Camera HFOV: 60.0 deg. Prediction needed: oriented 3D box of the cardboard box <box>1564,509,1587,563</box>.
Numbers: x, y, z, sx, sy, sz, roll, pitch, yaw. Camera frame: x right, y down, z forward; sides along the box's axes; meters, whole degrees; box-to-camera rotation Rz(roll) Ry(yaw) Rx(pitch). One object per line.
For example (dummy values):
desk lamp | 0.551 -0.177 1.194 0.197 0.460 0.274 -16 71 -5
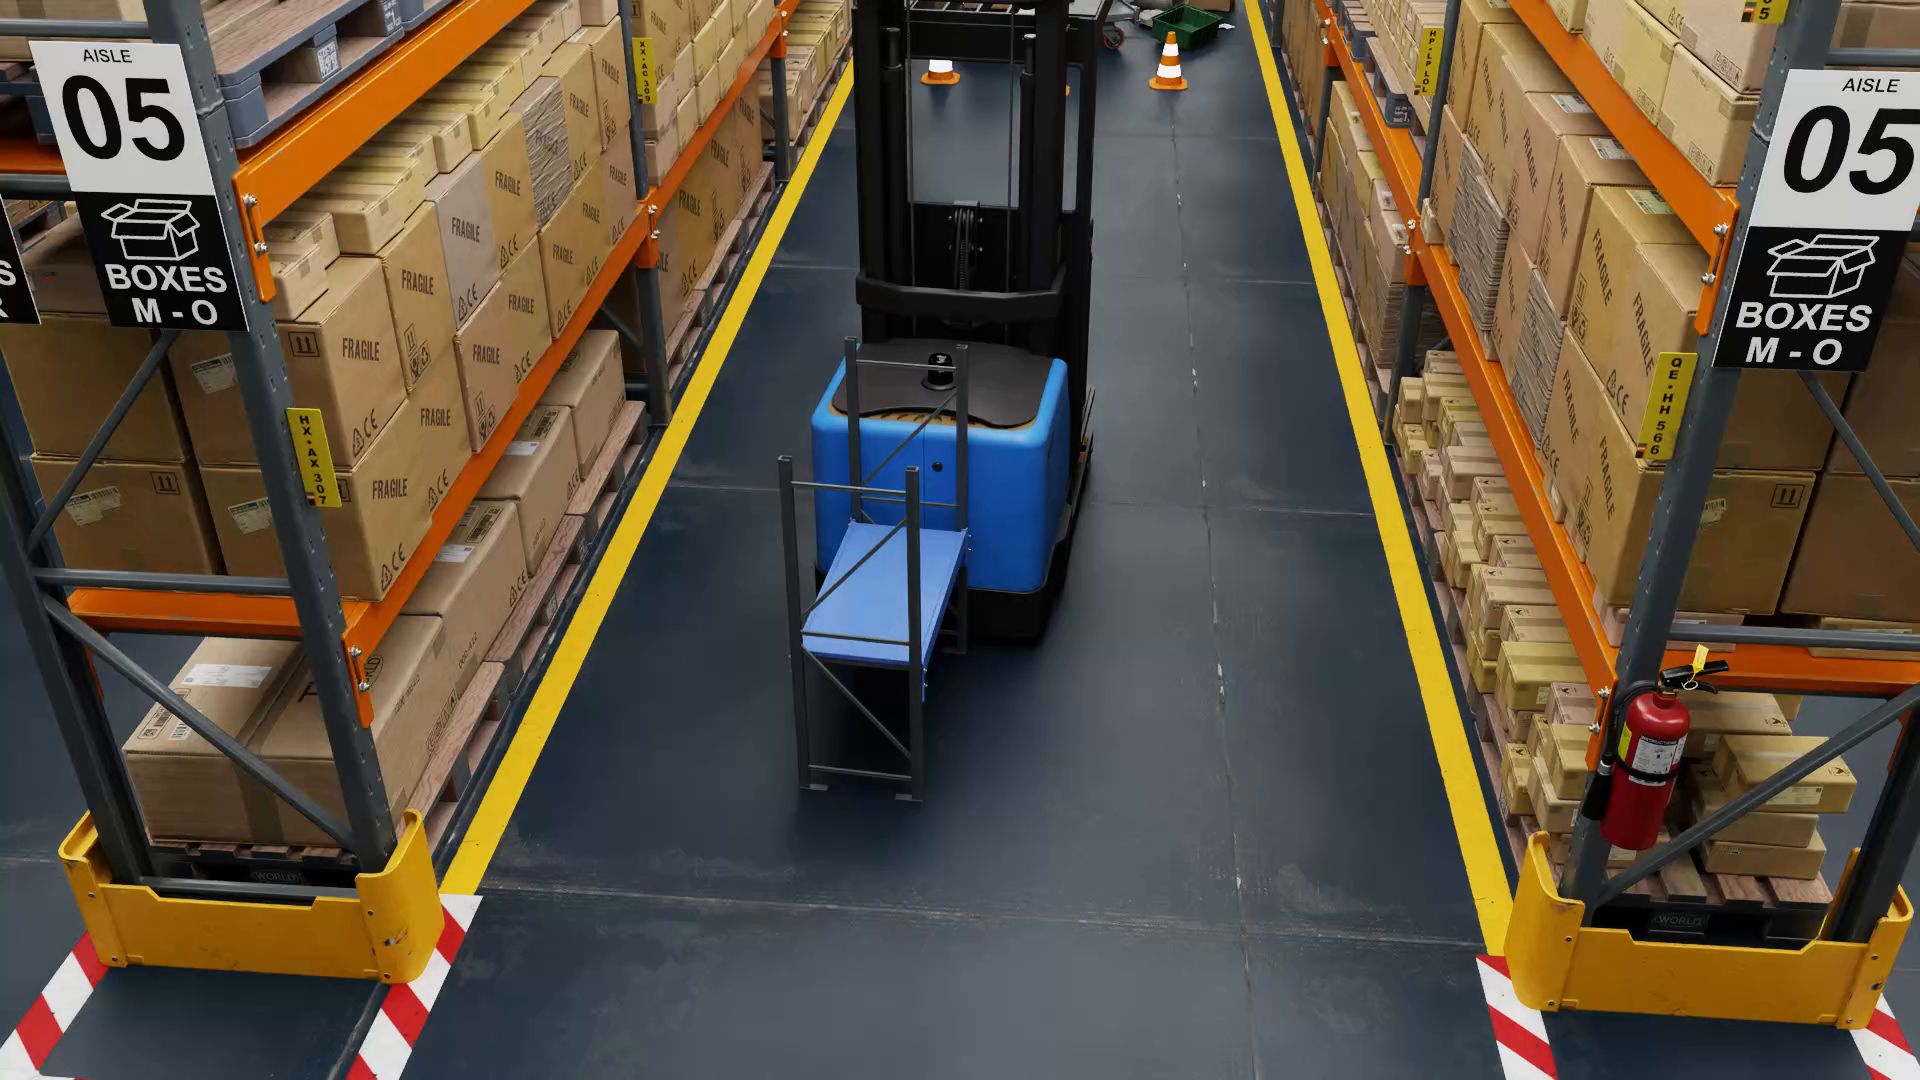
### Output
cardboard box | 2.303 -0.041 5.697 0.380 0.149 0.250 2 32 4

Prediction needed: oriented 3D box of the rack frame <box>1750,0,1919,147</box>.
rack frame | 2.495 -2.259 3.338 1.000 3.000 0.127 2 32 4

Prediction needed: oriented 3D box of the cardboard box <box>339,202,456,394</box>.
cardboard box | -2.089 -0.841 5.707 0.500 0.500 0.500 2 32 3

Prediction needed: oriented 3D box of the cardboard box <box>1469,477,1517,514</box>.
cardboard box | 2.493 -0.155 7.392 0.380 0.149 0.250 1 32 2

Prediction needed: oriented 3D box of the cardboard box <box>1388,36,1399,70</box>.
cardboard box | 2.780 -2.905 9.944 0.380 0.149 0.250 1 32 2

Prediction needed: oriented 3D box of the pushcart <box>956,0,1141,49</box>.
pushcart | 0.807 -4.951 15.924 1.648 0.377 0.936 -8 33 -13

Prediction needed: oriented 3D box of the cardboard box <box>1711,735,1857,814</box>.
cardboard box | 2.876 0.817 5.815 0.380 0.149 0.250 1 32 2

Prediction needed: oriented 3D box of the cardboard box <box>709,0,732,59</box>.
cardboard box | -1.683 -3.123 10.125 0.500 0.250 0.500 2 32 2

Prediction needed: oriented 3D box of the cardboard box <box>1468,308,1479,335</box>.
cardboard box | 2.442 -1.005 7.261 0.380 0.149 0.250 3 32 5

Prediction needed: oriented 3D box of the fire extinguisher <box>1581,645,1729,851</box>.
fire extinguisher | 2.015 0.599 4.849 0.296 0.674 0.183 2 32 4

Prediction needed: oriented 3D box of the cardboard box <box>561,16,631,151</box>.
cardboard box | -1.884 -2.165 7.855 0.500 0.500 0.500 2 32 4

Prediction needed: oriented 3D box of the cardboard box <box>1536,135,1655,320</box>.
cardboard box | 2.359 -1.087 5.823 0.500 0.500 0.500 4 32 6

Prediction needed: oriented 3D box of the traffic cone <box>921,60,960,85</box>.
traffic cone | -0.175 -4.350 14.868 0.336 0.463 0.334 2 32 4

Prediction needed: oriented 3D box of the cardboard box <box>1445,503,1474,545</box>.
cardboard box | 2.403 -0.034 7.480 0.380 0.149 0.250 2 32 4

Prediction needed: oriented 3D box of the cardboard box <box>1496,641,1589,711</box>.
cardboard box | 2.258 0.519 6.298 0.380 0.149 0.250 2 32 3

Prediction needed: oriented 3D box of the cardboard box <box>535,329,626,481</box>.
cardboard box | -2.279 -0.719 8.600 0.875 0.438 0.875 2 32 3

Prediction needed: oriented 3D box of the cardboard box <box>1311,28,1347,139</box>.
cardboard box | 3.286 -3.424 12.691 1.050 0.750 0.750 2 32 3

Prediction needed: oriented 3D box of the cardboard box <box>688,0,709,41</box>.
cardboard box | -1.741 -3.171 9.487 0.500 0.500 0.500 2 32 3

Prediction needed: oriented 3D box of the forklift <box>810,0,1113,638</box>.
forklift | 0.108 -1.570 8.003 1.130 2.935 3.031 5 32 8

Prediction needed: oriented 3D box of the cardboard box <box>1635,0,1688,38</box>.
cardboard box | 2.319 -1.650 4.876 0.500 0.250 0.500 2 32 3

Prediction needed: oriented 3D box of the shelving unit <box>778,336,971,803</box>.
shelving unit | -0.304 0.107 6.647 0.538 1.500 1.048 5 32 8

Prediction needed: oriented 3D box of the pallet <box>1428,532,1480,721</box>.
pallet | 2.705 0.383 7.427 1.003 0.211 1.213 2 32 4

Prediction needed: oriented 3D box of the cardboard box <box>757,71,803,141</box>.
cardboard box | -1.739 -3.402 13.015 0.950 0.372 0.625 0 32 1

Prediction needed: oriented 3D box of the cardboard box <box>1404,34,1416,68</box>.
cardboard box | 2.740 -2.758 9.422 0.380 0.149 0.250 1 32 1

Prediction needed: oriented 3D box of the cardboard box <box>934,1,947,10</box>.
cardboard box | -0.026 -5.577 16.821 0.500 0.500 0.500 27 41 37

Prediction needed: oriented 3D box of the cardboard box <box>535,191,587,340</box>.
cardboard box | -1.967 -1.212 7.261 0.500 0.500 0.500 2 32 3

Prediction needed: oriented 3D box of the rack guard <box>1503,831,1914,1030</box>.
rack guard | 2.501 1.319 5.632 1.175 0.500 0.348 2 32 4

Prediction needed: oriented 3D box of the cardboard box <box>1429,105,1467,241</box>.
cardboard box | 2.529 -1.718 7.799 0.500 0.500 0.500 2 32 3

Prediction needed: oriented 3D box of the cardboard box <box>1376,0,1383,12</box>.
cardboard box | 2.848 -3.429 10.511 0.380 0.149 0.250 3 32 4

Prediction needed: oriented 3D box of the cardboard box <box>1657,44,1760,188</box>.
cardboard box | 2.269 -1.167 4.569 0.500 0.250 0.500 2 32 3

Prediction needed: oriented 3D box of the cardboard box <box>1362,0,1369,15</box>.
cardboard box | 2.887 -3.594 11.063 0.380 0.149 0.250 4 32 6

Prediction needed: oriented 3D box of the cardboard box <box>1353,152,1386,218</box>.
cardboard box | 2.714 -2.176 10.189 0.500 0.250 0.500 1 32 2

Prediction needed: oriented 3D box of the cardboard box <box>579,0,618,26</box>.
cardboard box | -1.829 -2.525 7.821 0.380 0.149 0.250 2 32 3

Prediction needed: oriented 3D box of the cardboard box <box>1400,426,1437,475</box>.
cardboard box | 2.449 -0.446 8.431 0.380 0.149 0.250 3 32 5

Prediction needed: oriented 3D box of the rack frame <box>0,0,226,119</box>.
rack frame | -2.447 -2.418 3.596 1.000 3.000 0.127 2 32 4

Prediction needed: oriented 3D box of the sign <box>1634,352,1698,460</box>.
sign | 1.944 -0.367 4.581 0.100 0.325 0.005 2 32 4

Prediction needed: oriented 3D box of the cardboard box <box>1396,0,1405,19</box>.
cardboard box | 2.786 -3.162 9.794 0.380 0.149 0.250 2 32 3

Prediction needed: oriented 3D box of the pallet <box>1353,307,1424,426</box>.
pallet | 2.883 -1.017 9.698 1.003 0.211 1.213 2 32 4

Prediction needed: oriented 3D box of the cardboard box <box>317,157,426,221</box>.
cardboard box | -2.053 -1.191 5.657 0.380 0.149 0.250 1 32 2

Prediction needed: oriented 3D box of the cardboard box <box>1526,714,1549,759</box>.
cardboard box | 2.329 0.781 6.158 0.380 0.149 0.250 2 32 3

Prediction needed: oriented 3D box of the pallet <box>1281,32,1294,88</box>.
pallet | 3.484 -4.386 15.166 1.003 0.211 1.213 2 32 4

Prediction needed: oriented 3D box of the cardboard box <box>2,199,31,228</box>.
cardboard box | -6.678 -2.334 11.160 0.500 0.500 0.500 1 32 2

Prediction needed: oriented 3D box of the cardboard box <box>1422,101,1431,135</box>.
cardboard box | 2.676 -2.220 8.833 0.380 0.149 0.250 3 32 4

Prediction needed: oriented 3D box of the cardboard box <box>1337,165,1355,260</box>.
cardboard box | 2.760 -2.112 10.801 0.500 0.500 0.500 2 32 3

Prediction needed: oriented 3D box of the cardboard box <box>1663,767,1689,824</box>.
cardboard box | 2.797 0.929 6.200 0.380 0.149 0.250 2 32 4

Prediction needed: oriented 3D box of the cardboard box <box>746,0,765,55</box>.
cardboard box | -1.604 -3.440 11.115 0.500 0.250 0.500 3 32 5

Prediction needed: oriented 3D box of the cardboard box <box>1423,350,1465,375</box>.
cardboard box | 2.586 -0.844 8.510 0.380 0.149 0.250 4 32 6

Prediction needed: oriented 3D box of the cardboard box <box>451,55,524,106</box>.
cardboard box | -1.996 -1.859 6.741 0.380 0.149 0.250 2 32 3

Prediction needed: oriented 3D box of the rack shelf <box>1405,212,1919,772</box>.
rack shelf | 2.658 -0.445 6.798 1.077 0.370 4.000 2 32 4

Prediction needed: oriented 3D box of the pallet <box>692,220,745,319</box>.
pallet | -2.037 -1.814 10.993 1.003 0.211 1.213 2 32 4

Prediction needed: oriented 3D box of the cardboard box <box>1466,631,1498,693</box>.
cardboard box | 2.323 0.507 6.886 0.380 0.149 0.250 1 32 2

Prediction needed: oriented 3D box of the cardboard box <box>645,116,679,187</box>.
cardboard box | -1.822 -2.110 8.958 0.500 0.250 0.500 2 32 3

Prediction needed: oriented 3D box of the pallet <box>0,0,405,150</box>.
pallet | -2.397 -1.491 5.036 1.003 0.211 1.213 2 32 4

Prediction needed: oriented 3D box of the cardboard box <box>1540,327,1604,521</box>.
cardboard box | 2.322 -0.389 5.644 0.500 0.500 0.500 2 32 3
